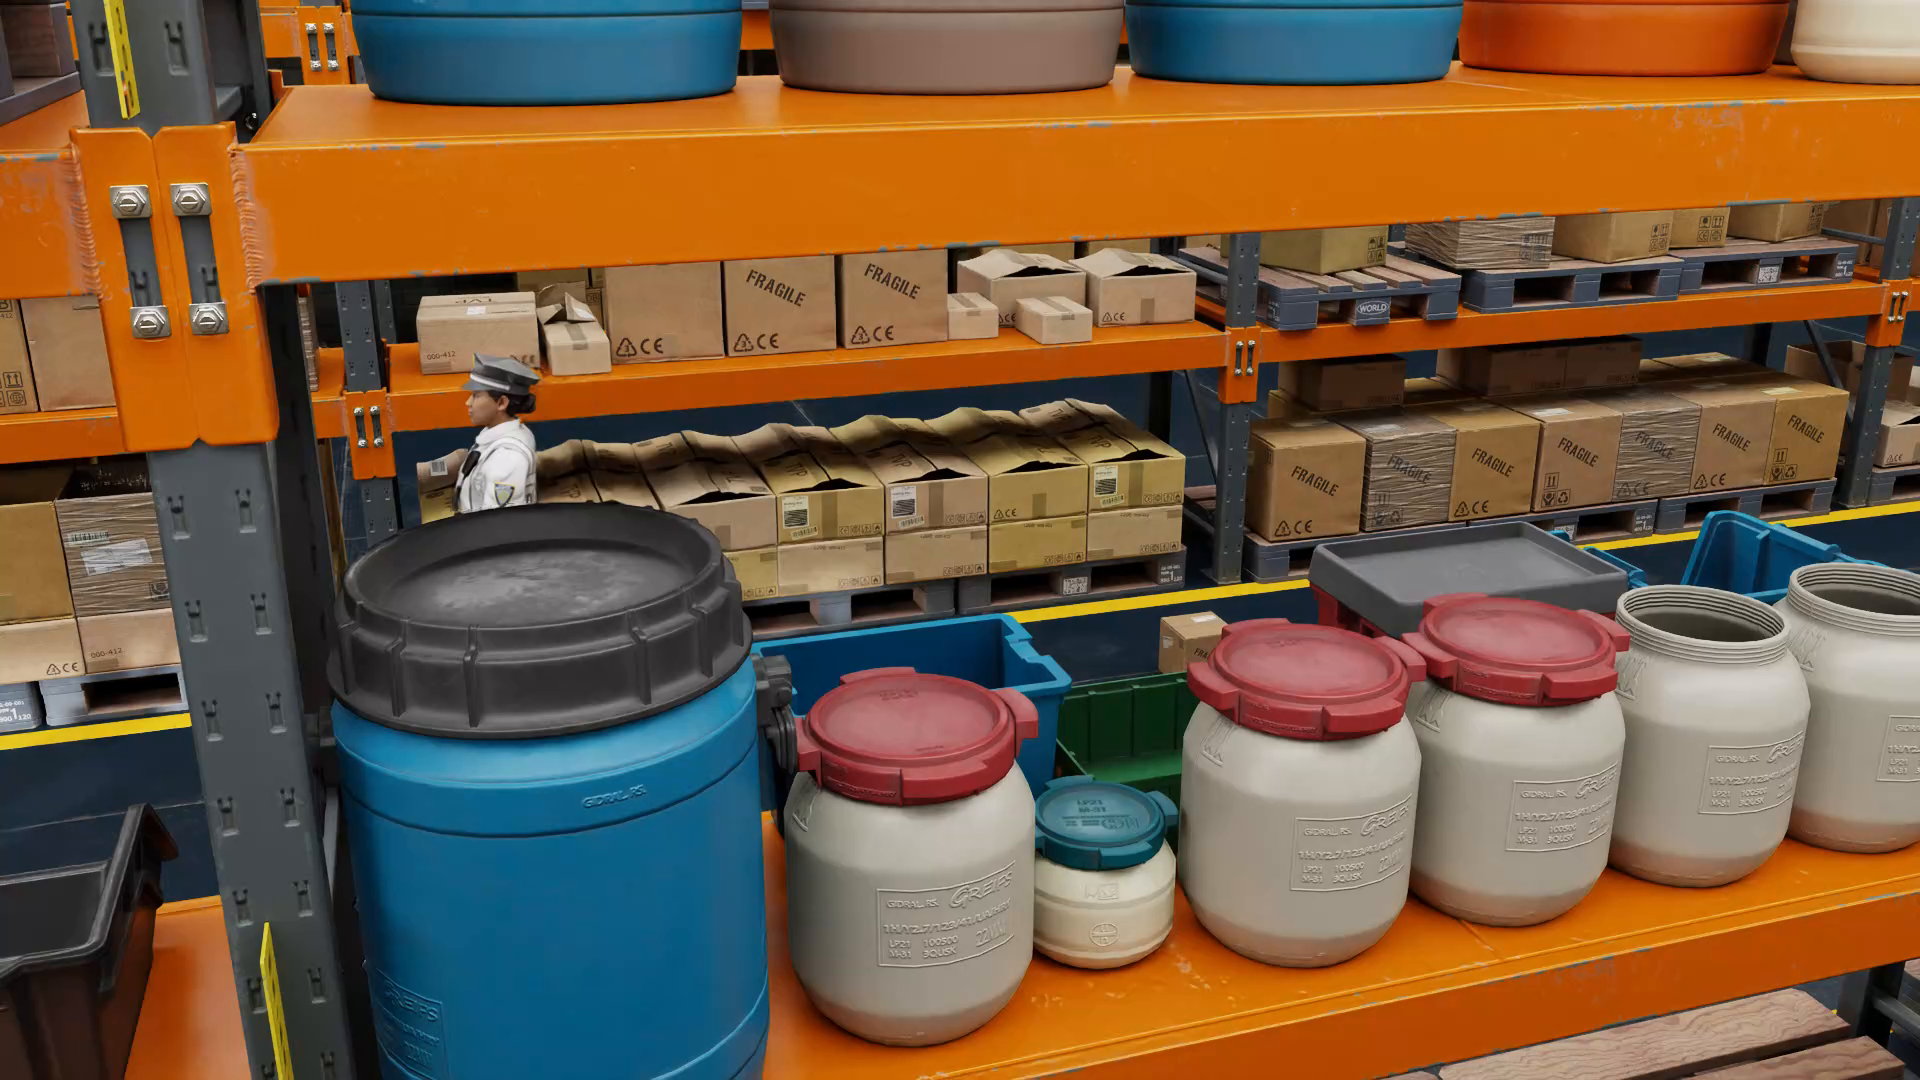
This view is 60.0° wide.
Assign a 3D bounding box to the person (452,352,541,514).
[{"bbox_3d":[-1.750,0.135,6.120,0.865,1.672,0.520,-6,20,-17],"label":"person"}]
